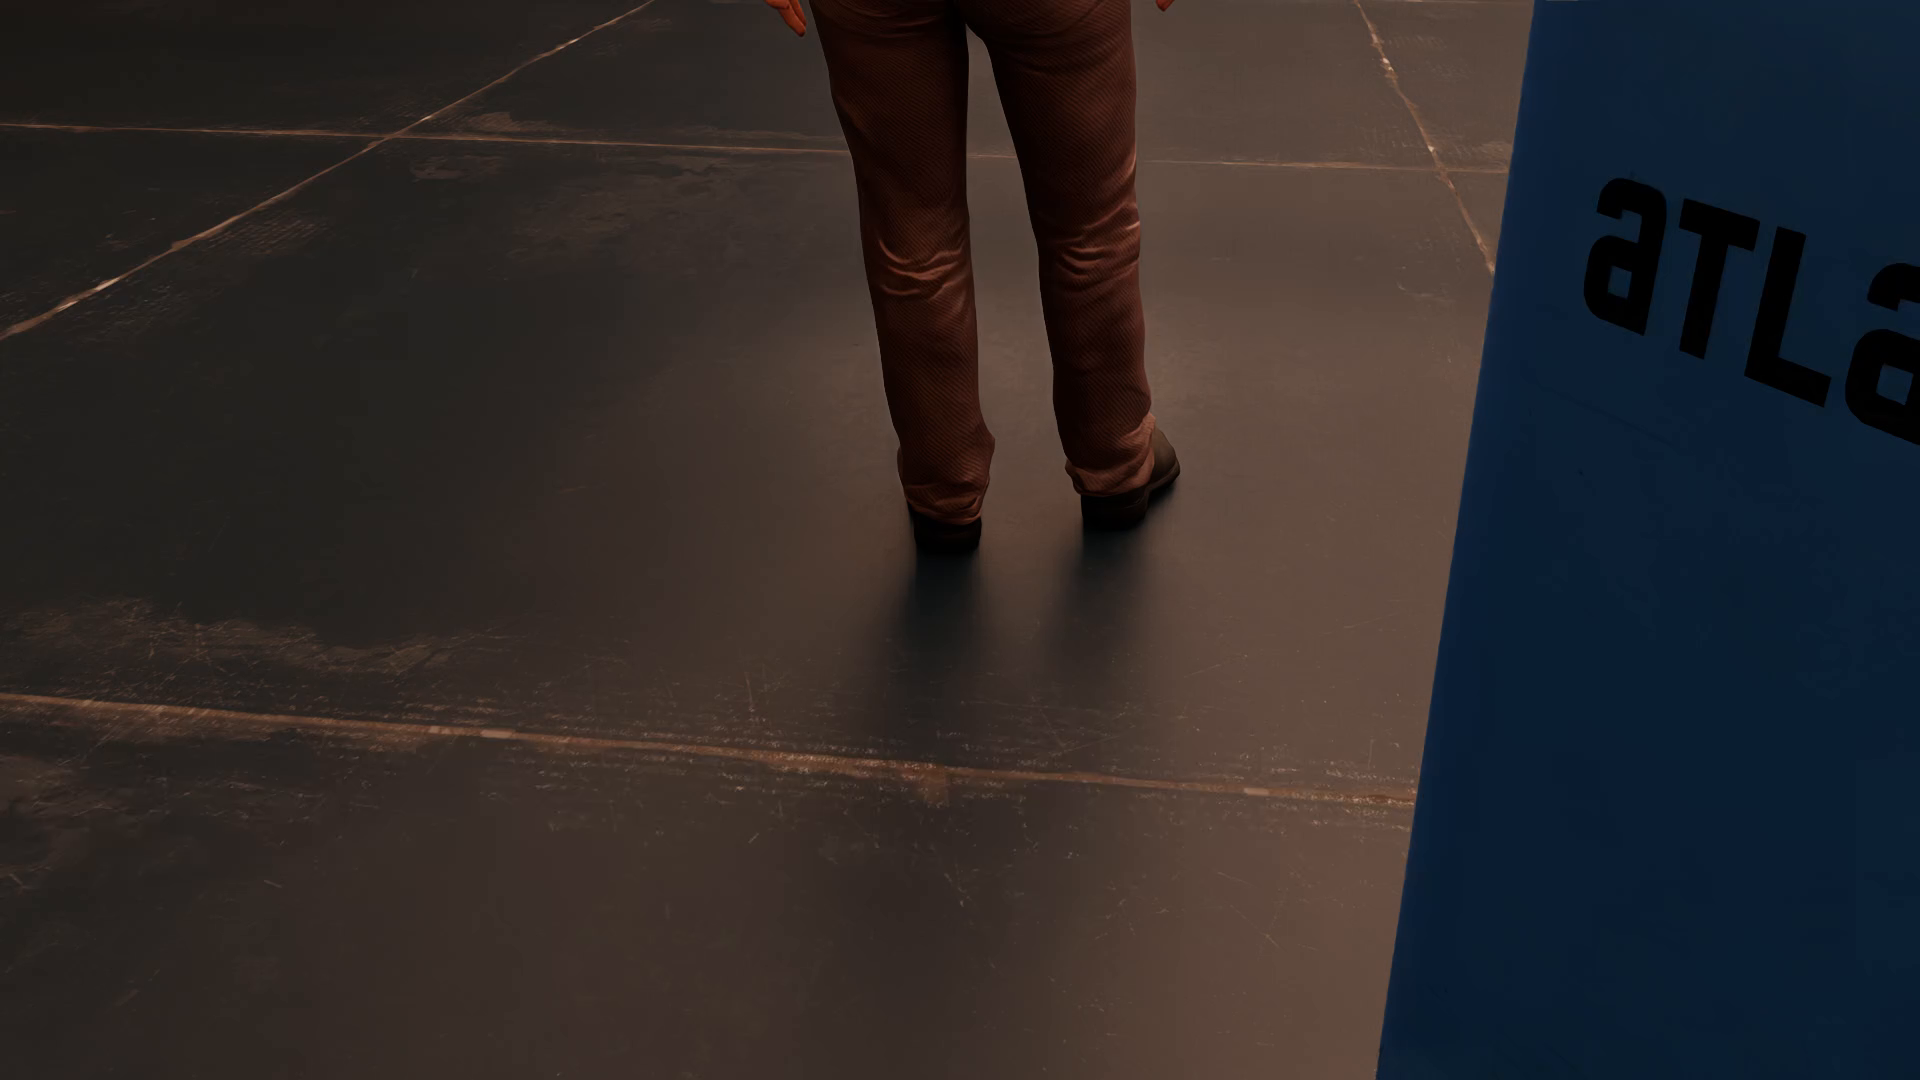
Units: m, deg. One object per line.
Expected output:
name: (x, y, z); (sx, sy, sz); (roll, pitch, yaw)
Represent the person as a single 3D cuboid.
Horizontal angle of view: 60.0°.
person: (0.015, -0.804, 2.167); (0.634, 1.722, 0.566); (3, 27, 7)
